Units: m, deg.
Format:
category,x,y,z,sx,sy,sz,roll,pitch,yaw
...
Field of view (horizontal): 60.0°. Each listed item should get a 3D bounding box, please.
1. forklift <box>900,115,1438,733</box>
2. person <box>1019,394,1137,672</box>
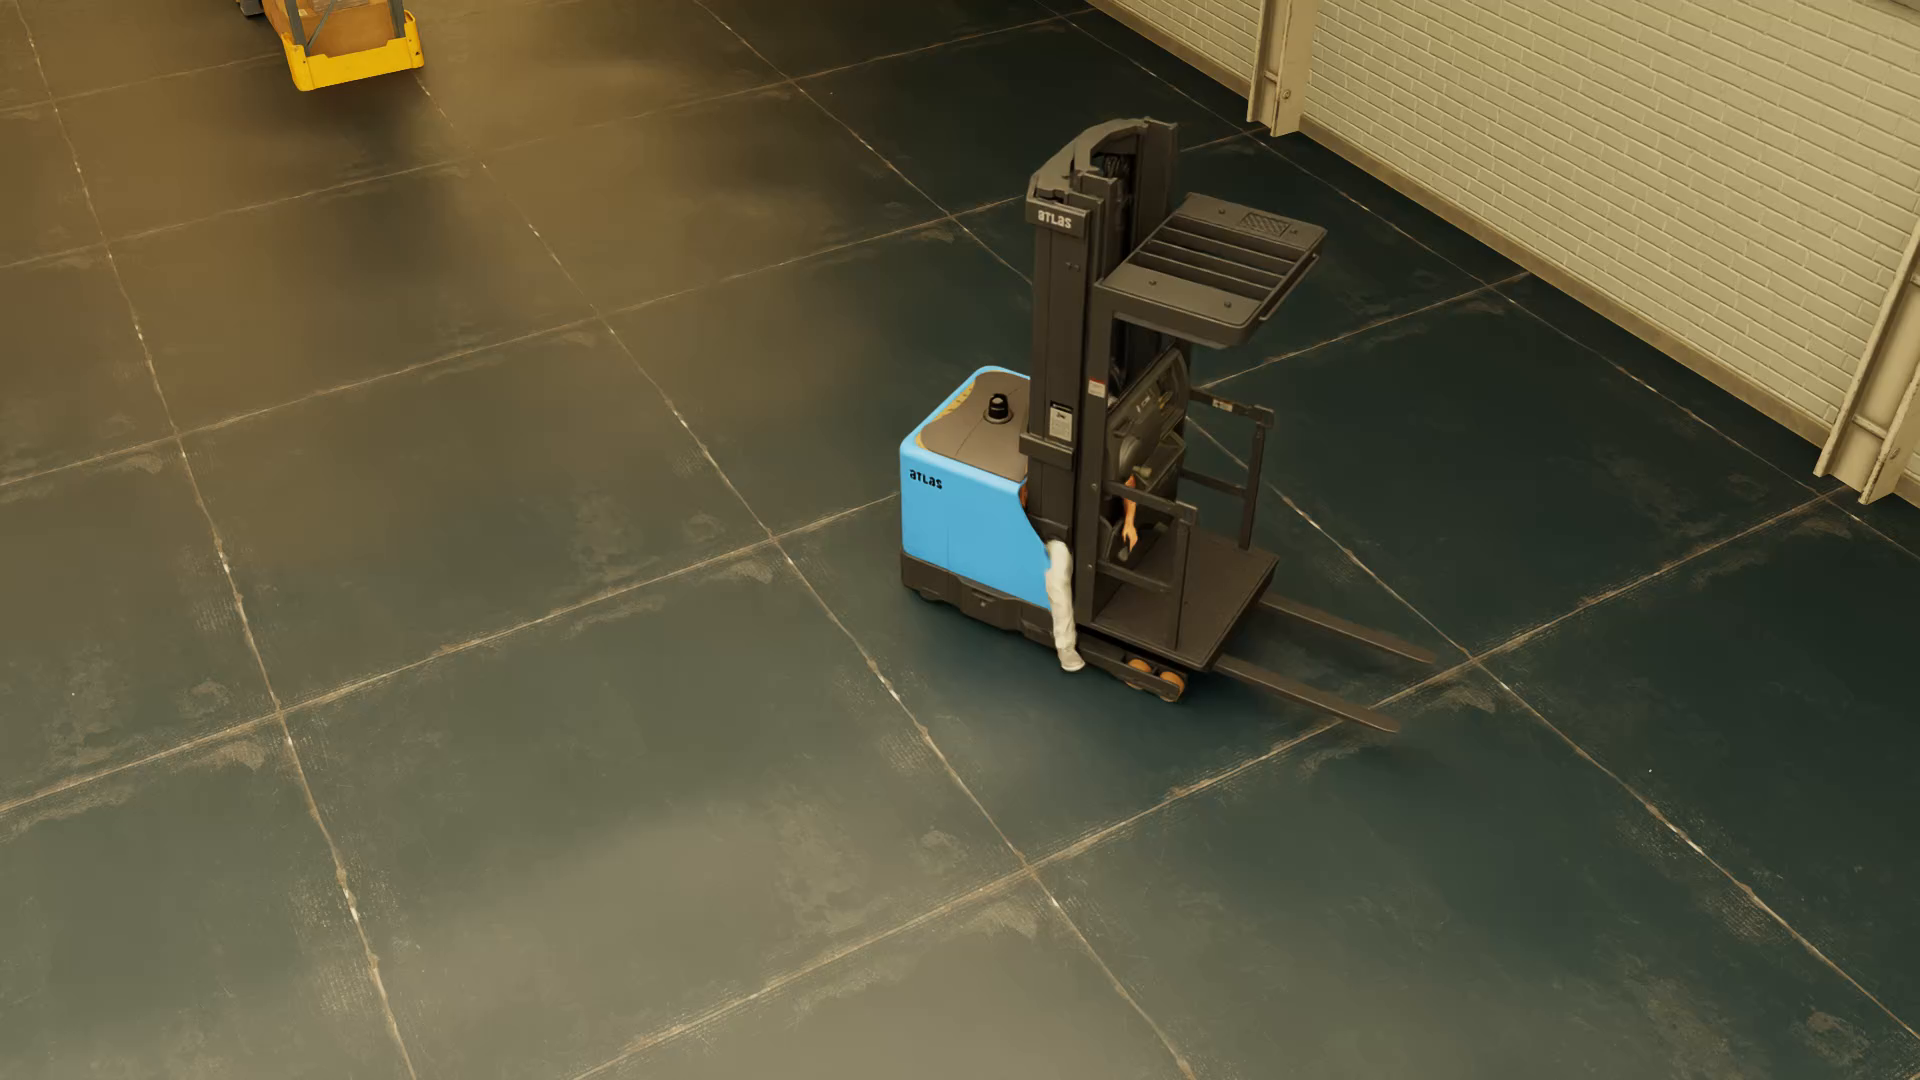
category,x,y,z,sx,sy,sz,roll,pitch,yaw
forklift,1.176,-0.620,8.783,3.031,2.935,1.130,21,44,23
person,0.730,-0.096,9.148,0.864,1.529,1.012,-8,40,-10
